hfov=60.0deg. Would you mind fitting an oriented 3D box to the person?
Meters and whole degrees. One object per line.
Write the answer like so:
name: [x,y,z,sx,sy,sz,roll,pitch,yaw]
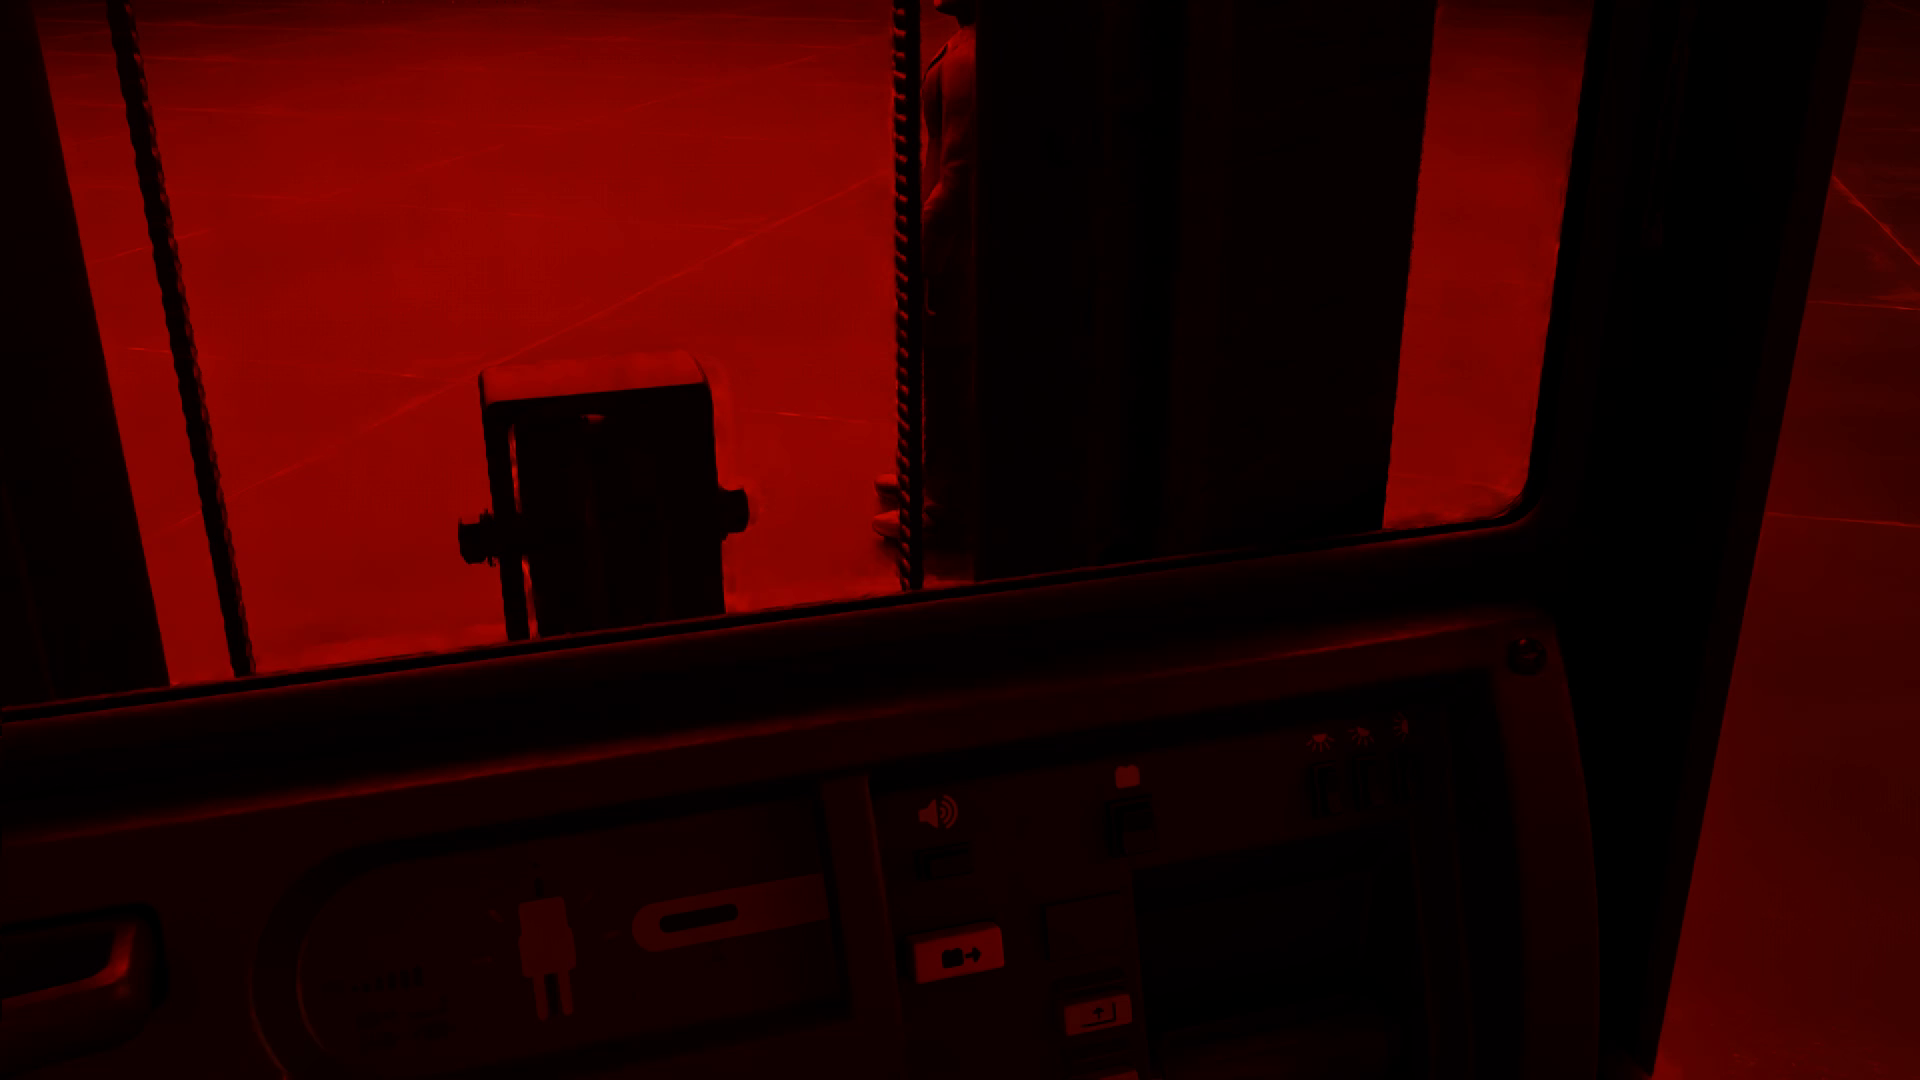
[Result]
person: [-0.086,-0.841,4.807,0.581,1.776,0.698,7,23,16]
